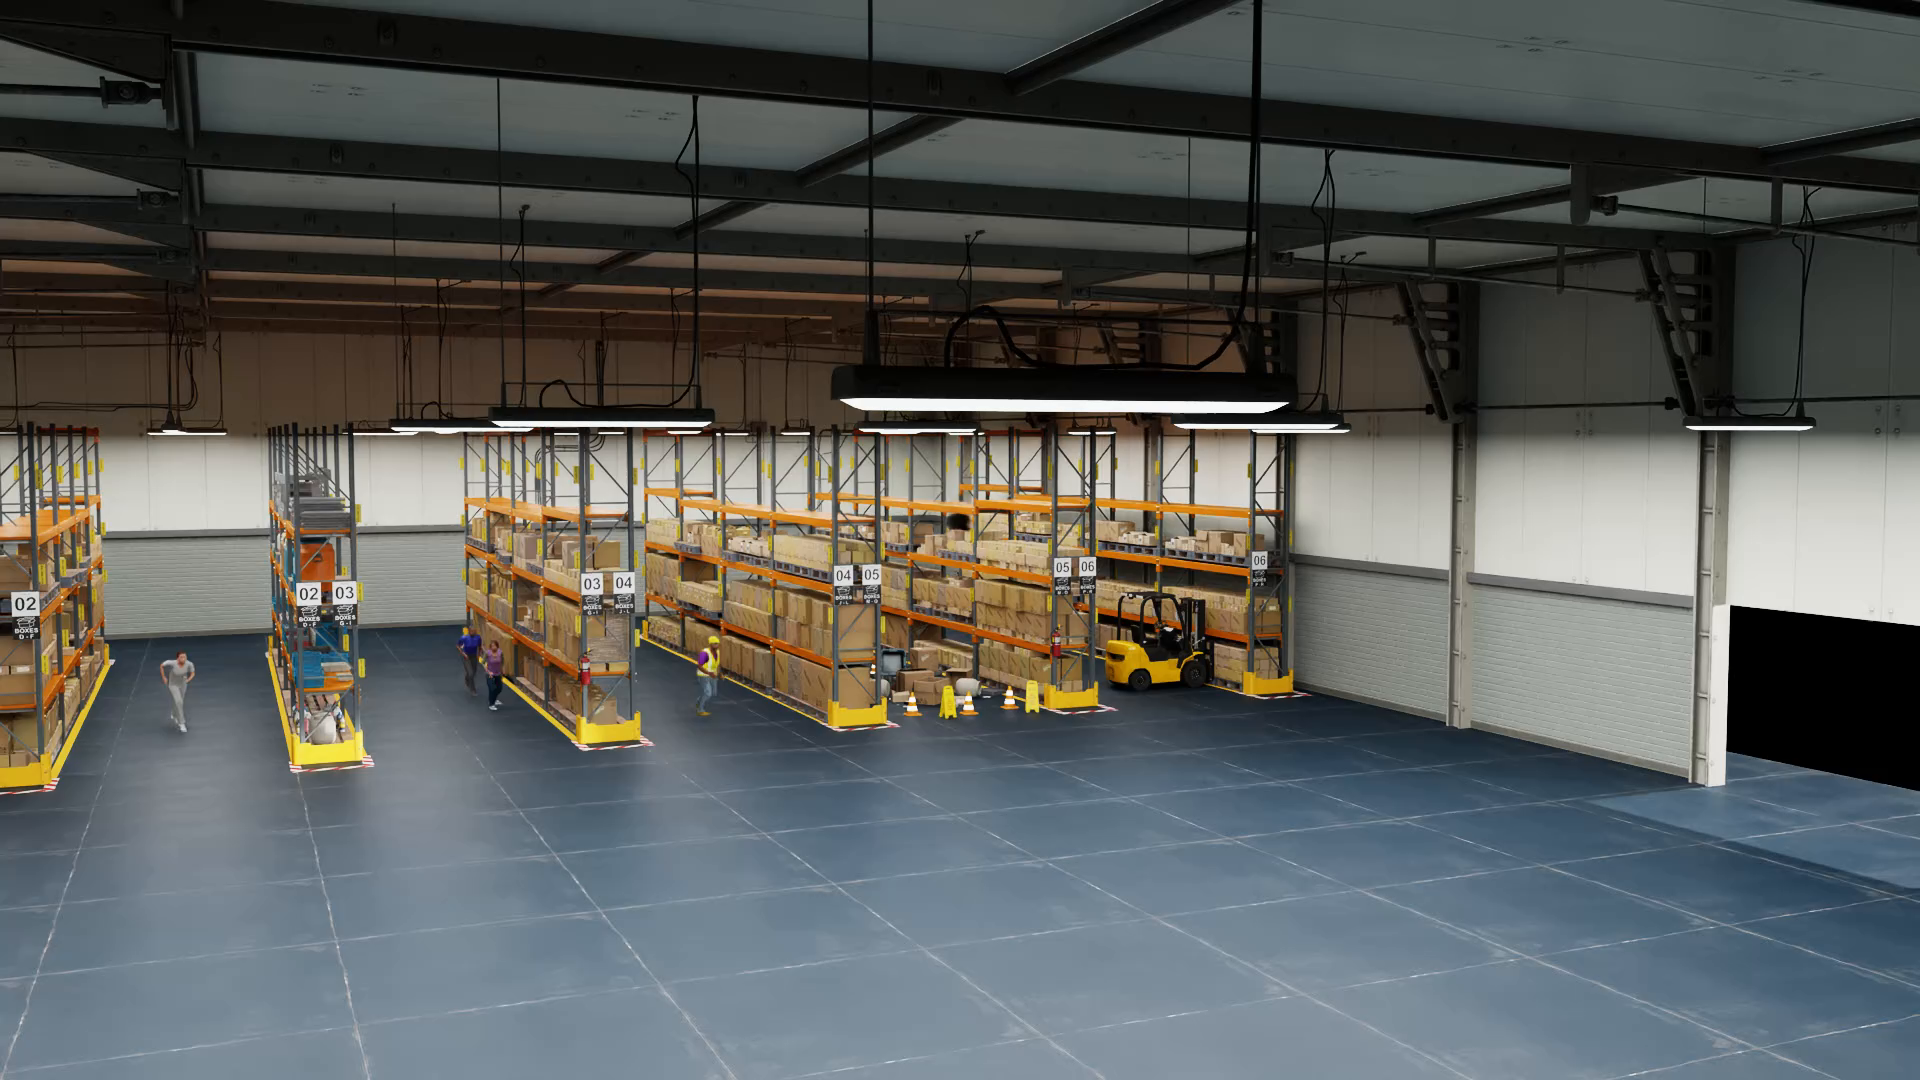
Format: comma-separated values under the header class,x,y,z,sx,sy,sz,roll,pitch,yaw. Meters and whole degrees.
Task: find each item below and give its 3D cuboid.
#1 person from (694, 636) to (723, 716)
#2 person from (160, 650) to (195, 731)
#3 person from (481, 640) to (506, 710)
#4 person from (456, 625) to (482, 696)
class,x,y,z,sx,sy,sz,roll,pitch,yaw
person,-5.234,2.797,34.308,0.784,1.658,0.675,2,4,28
person,-15.462,2.948,32.827,0.612,1.628,0.947,-3,4,-36
person,-9.862,2.830,35.068,0.519,1.503,0.738,-2,4,-34
person,-11.001,2.683,37.232,0.572,1.612,0.830,-2,4,-28
